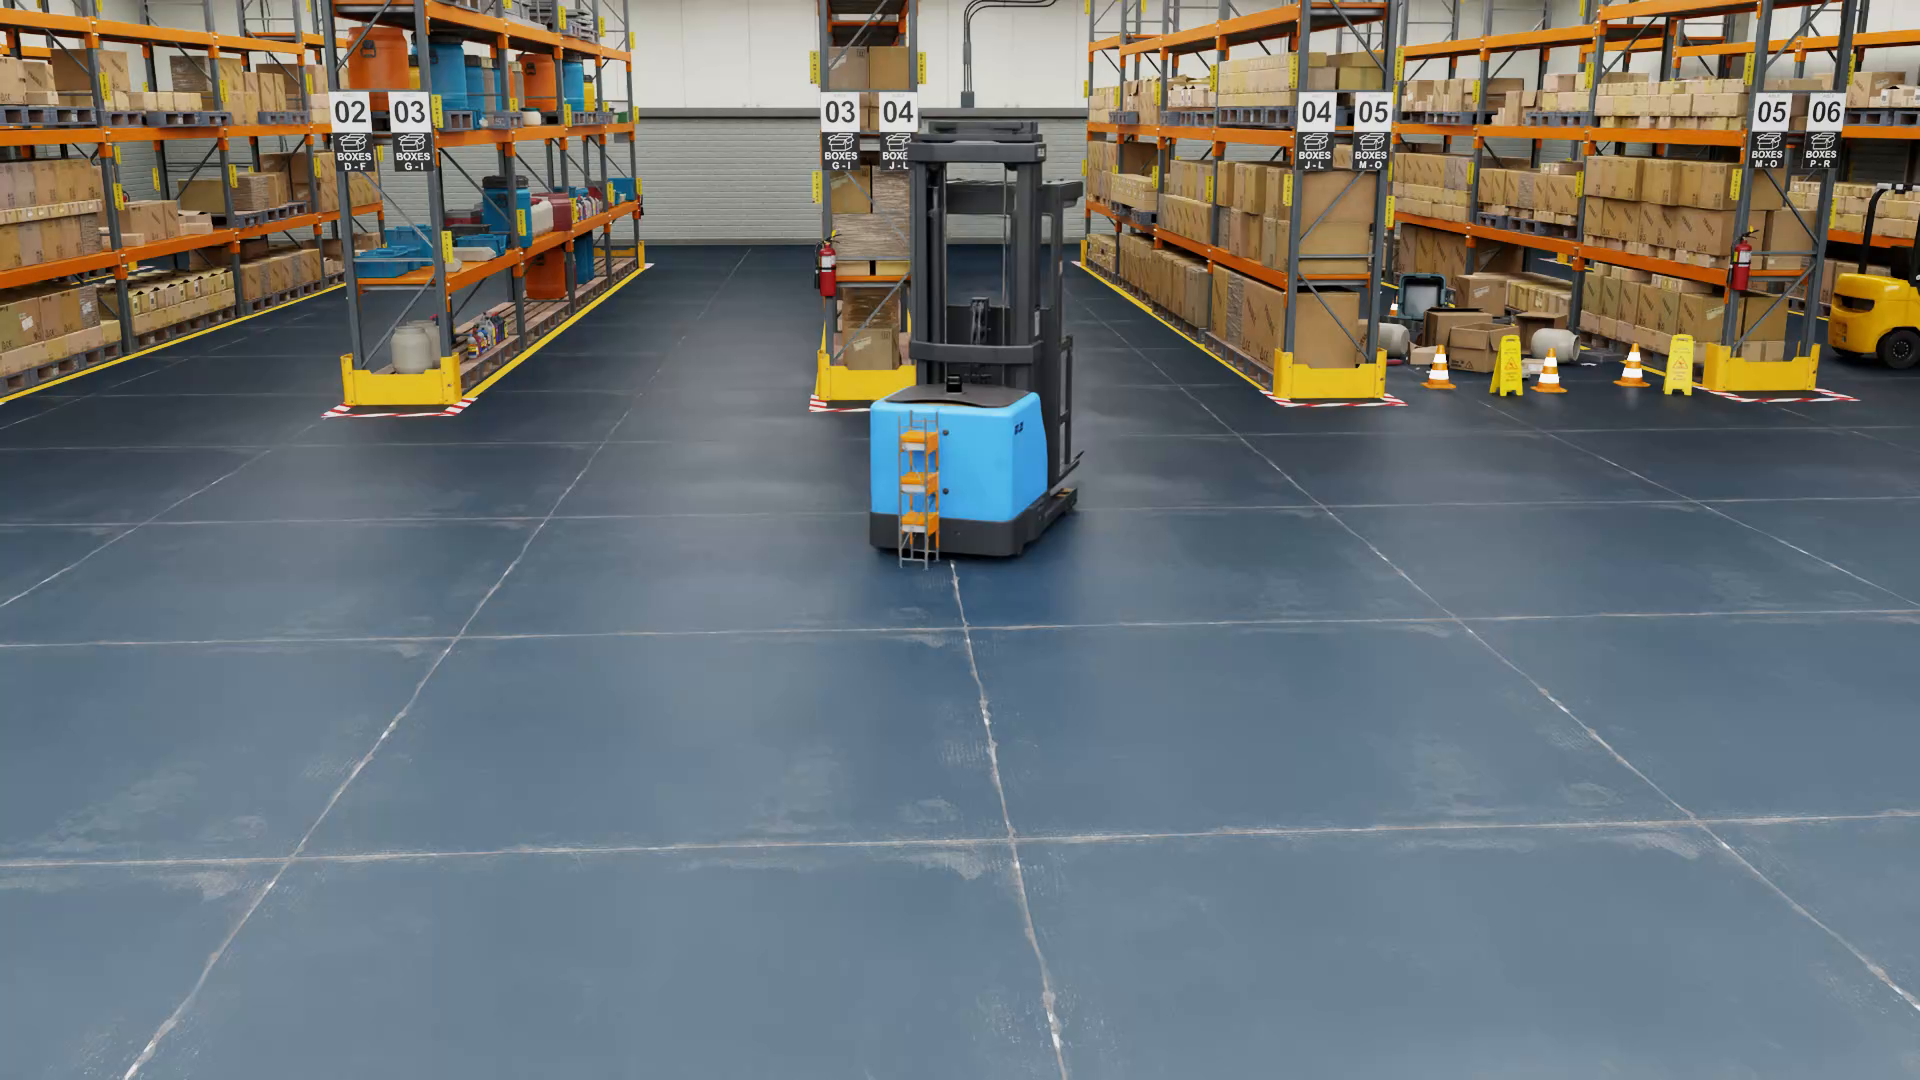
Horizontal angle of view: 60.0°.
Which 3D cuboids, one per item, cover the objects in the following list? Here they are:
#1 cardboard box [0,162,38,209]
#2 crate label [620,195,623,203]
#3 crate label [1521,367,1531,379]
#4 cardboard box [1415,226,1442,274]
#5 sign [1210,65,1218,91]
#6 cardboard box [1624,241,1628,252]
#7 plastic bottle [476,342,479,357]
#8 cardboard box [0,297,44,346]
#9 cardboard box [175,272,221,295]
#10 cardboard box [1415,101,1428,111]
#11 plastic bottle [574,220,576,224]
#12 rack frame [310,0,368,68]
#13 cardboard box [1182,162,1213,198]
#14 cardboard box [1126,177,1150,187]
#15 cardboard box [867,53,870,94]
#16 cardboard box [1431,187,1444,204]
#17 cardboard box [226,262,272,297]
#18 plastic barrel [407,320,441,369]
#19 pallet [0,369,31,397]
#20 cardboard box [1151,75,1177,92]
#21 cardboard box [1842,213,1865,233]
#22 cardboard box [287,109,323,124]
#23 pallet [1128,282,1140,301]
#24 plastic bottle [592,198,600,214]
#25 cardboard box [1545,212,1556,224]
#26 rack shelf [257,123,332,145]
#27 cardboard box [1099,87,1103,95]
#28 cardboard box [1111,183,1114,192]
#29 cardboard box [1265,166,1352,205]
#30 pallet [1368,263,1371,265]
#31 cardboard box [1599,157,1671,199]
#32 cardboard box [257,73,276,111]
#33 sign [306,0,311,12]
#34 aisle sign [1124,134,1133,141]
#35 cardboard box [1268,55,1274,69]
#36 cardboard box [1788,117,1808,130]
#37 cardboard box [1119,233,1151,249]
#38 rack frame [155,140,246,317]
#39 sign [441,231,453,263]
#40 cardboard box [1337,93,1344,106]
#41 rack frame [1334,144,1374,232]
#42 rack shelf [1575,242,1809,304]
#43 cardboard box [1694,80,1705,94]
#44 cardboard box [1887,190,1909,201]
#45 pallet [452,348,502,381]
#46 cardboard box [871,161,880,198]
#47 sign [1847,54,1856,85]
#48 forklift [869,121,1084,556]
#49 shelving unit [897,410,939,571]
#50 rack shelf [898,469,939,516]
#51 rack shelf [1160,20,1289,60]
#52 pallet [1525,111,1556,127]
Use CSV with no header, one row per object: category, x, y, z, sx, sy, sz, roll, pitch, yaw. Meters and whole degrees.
cardboard box,-10.947,-4.018,18.818,0.700,0.500,0.500,-1,14,-3
crate label,-6.597,-6.446,31.468,0.396,0.136,0.243,-1,14,-3
crate label,6.440,-1.929,19.251,0.250,0.136,0.298,-9,17,-32
cardboard box,8.390,-4.917,28.539,0.875,0.875,0.875,0,14,-2
sign,3.229,-5.874,21.147,0.100,0.325,0.005,-1,14,-3
cardboard box,8.546,-3.670,20.776,0.380,0.149,0.250,-1,14,-4
plastic bottle,-5.690,-2.246,19.468,0.097,0.201,0.097,0,14,0
cardboard box,-10.714,-2.451,18.703,0.500,0.500,0.500,-1,14,-3
cardboard box,-11.005,-3.708,23.969,0.500,0.311,0.500,-1,14,-4
cardboard box,7.938,-7.343,28.153,0.380,0.166,0.250,-2,15,-7
plastic bottle,-6.074,-5.101,26.067,0.061,0.283,0.133,-1,14,-3
rack frame,-11.818,-9.715,31.727,1.000,3.000,0.127,-1,14,-3
cardboard box,3.607,-5.191,23.977,0.700,0.500,0.500,-1,14,-4
cardboard box,2.941,-5.895,27.385,0.380,0.149,0.250,0,14,-2
cardboard box,-0.904,-5.757,20.561,0.500,0.500,0.500,-1,14,-5
cardboard box,8.085,-5.666,27.326,0.500,0.250,0.500,-1,14,-5
cardboard box,-11.103,-4.071,25.962,0.500,0.500,0.500,-1,14,-5
plastic barrel,-6.031,-2.192,18.677,0.421,0.512,0.421,0,14,0
pallet,-10.916,-1.670,18.093,1.003,0.211,1.213,-1,14,-3
cardboard box,3.191,-7.120,25.921,0.396,0.266,0.258,-1,14,-3
cardboard box,13.289,-4.634,24.319,0.500,0.250,0.500,0,14,-2
cardboard box,-11.353,-7.320,28.738,0.500,0.250,0.500,-1,14,-3
pallet,3.403,-4.171,27.812,1.003,0.211,1.213,-1,14,-3
plastic bottle,-6.279,-5.738,28.556,0.152,0.276,0.135,-1,14,-3
cardboard box,8.346,-4.466,23.024,0.380,0.149,0.250,-1,14,-4
rack shelf,-11.694,-7.417,30.257,1.077,0.370,4.000,-1,14,-3
cardboard box,2.818,-8.422,31.219,0.380,0.149,0.250,0,14,-2
cardboard box,2.840,-6.139,28.933,0.380,0.149,0.250,-1,14,-3
cardboard box,4.008,-4.000,19.083,0.875,0.550,0.550,-1,14,-3
pallet,8.161,-5.264,32.063,1.003,0.211,1.213,-1,14,-3
cardboard box,8.525,-4.567,20.954,0.700,0.500,0.500,-1,14,-3
cardboard box,-11.548,-7.276,27.021,0.600,0.600,0.600,-1,14,-4
sign,-12.359,-10.198,31.569,0.100,0.325,0.005,-1,14,-3
aisle sign,3.321,-8.295,33.030,0.394,0.787,0.004,-1,14,-3
cardboard box,3.611,-5.272,18.338,0.380,0.149,0.250,-1,14,-2
cardboard box,9.255,-4.554,18.192,0.380,0.149,0.250,-1,14,-3
cardboard box,3.056,-5.187,28.835,0.500,0.250,0.500,-2,15,-6
rack frame,-11.322,-4.821,24.742,1.000,3.000,0.127,-1,14,-3
sign,-5.333,-3.048,17.297,0.100,0.325,0.005,-1,14,-3
cardboard box,4.300,-4.771,17.990,0.380,0.149,0.250,-1,14,-3
rack frame,7.961,-7.115,33.660,1.000,3.000,0.127,-1,14,-3
rack shelf,8.828,-3.285,20.217,1.077,0.370,4.000,-1,14,-3
cardboard box,8.652,-5.185,19.044,0.380,0.149,0.250,-1,14,-3
cardboard box,13.270,-4.841,23.320,0.380,0.149,0.250,-1,14,-5
pallet,-6.052,-2.079,19.683,1.003,0.211,1.213,-1,14,-3
cardboard box,-0.757,-4.049,18.941,0.500,0.500,0.500,-1,14,-3
sign,9.493,-5.020,17.745,0.100,0.325,0.005,-1,14,-3
forklift,0.283,-1.632,12.486,1.130,2.935,3.031,4,15,16
shelving unit,-0.279,-0.334,11.218,0.215,1.050,0.252,4,15,16
rack shelf,-0.279,-0.324,11.220,0.215,0.259,0.240,4,15,16
rack shelf,3.646,-6.890,22.991,1.077,0.370,4.000,-1,14,-3
pallet,8.705,-5.906,23.316,1.213,0.211,1.003,-1,14,-3
